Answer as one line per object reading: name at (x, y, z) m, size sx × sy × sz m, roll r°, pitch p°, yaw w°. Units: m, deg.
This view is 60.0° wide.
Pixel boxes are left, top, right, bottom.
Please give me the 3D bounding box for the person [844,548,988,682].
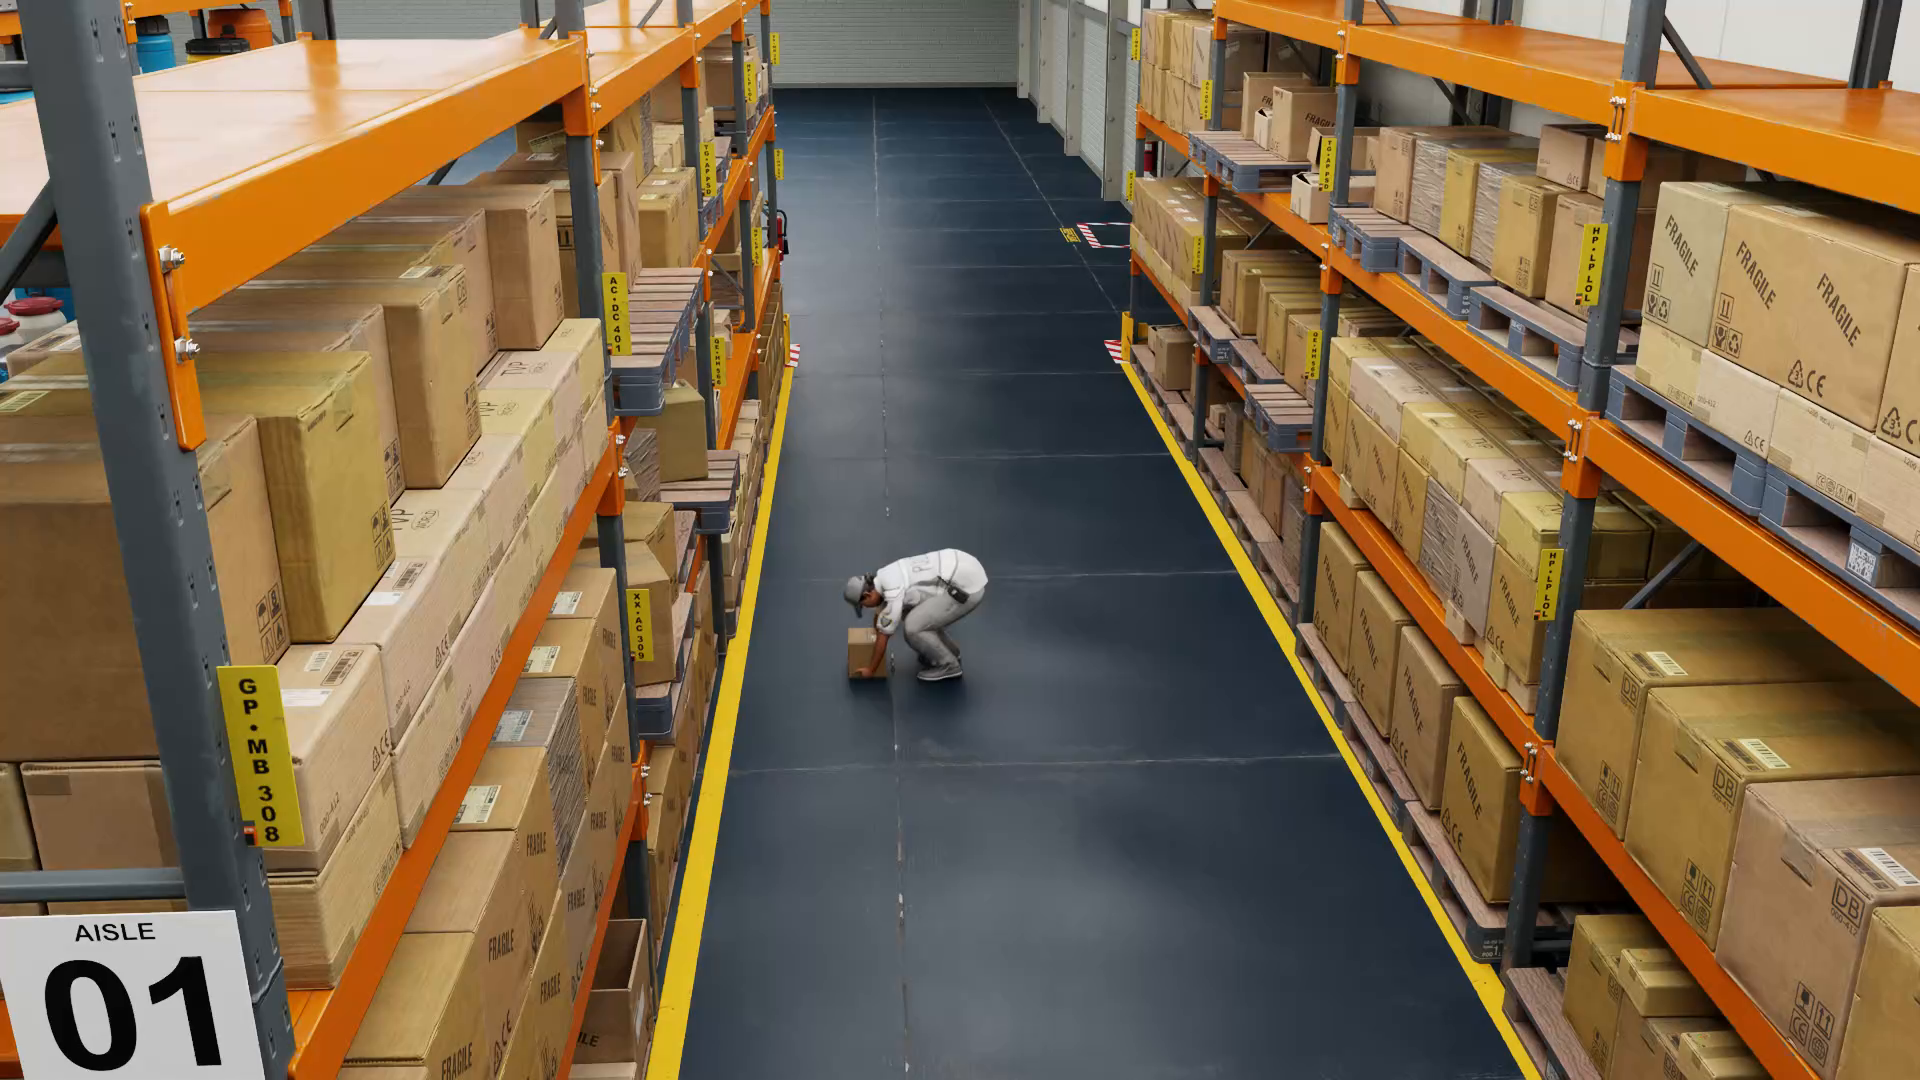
person at (-0.291, 0.493, 10.983) m, size 0.942 × 0.833 × 0.523 m, roll -2°, pitch 21°, yaw -5°
